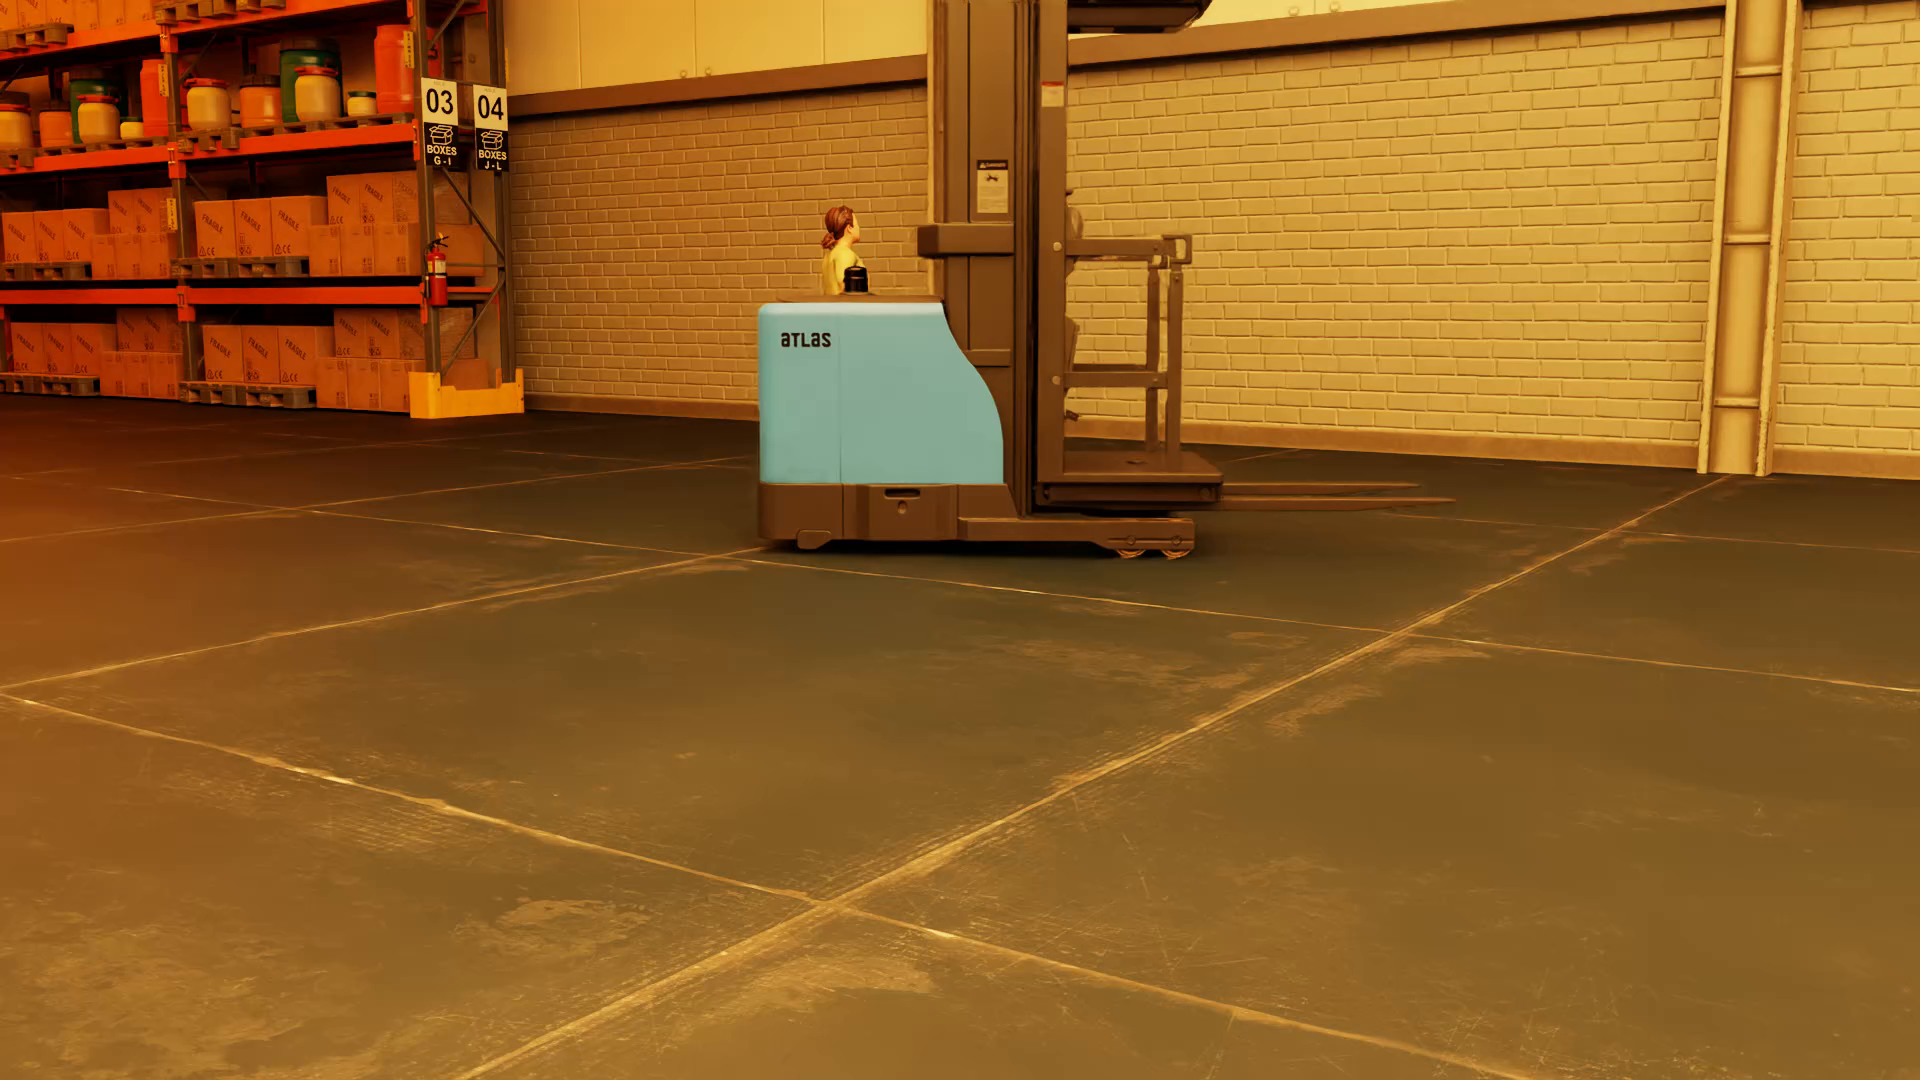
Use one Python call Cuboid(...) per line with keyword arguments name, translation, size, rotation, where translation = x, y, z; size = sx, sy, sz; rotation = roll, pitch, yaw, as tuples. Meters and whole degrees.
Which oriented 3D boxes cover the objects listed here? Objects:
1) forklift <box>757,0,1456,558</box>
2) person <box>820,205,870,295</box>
Cuboid(name="forklift", translation=(0.647, -1.451, 7.395), size=(3.031, 2.935, 1.130), rotation=(0, 8, 1))
Cuboid(name="person", translation=(-0.617, -1.278, 10.588), size=(0.549, 1.674, 0.552), rotation=(-3, 9, -22))
